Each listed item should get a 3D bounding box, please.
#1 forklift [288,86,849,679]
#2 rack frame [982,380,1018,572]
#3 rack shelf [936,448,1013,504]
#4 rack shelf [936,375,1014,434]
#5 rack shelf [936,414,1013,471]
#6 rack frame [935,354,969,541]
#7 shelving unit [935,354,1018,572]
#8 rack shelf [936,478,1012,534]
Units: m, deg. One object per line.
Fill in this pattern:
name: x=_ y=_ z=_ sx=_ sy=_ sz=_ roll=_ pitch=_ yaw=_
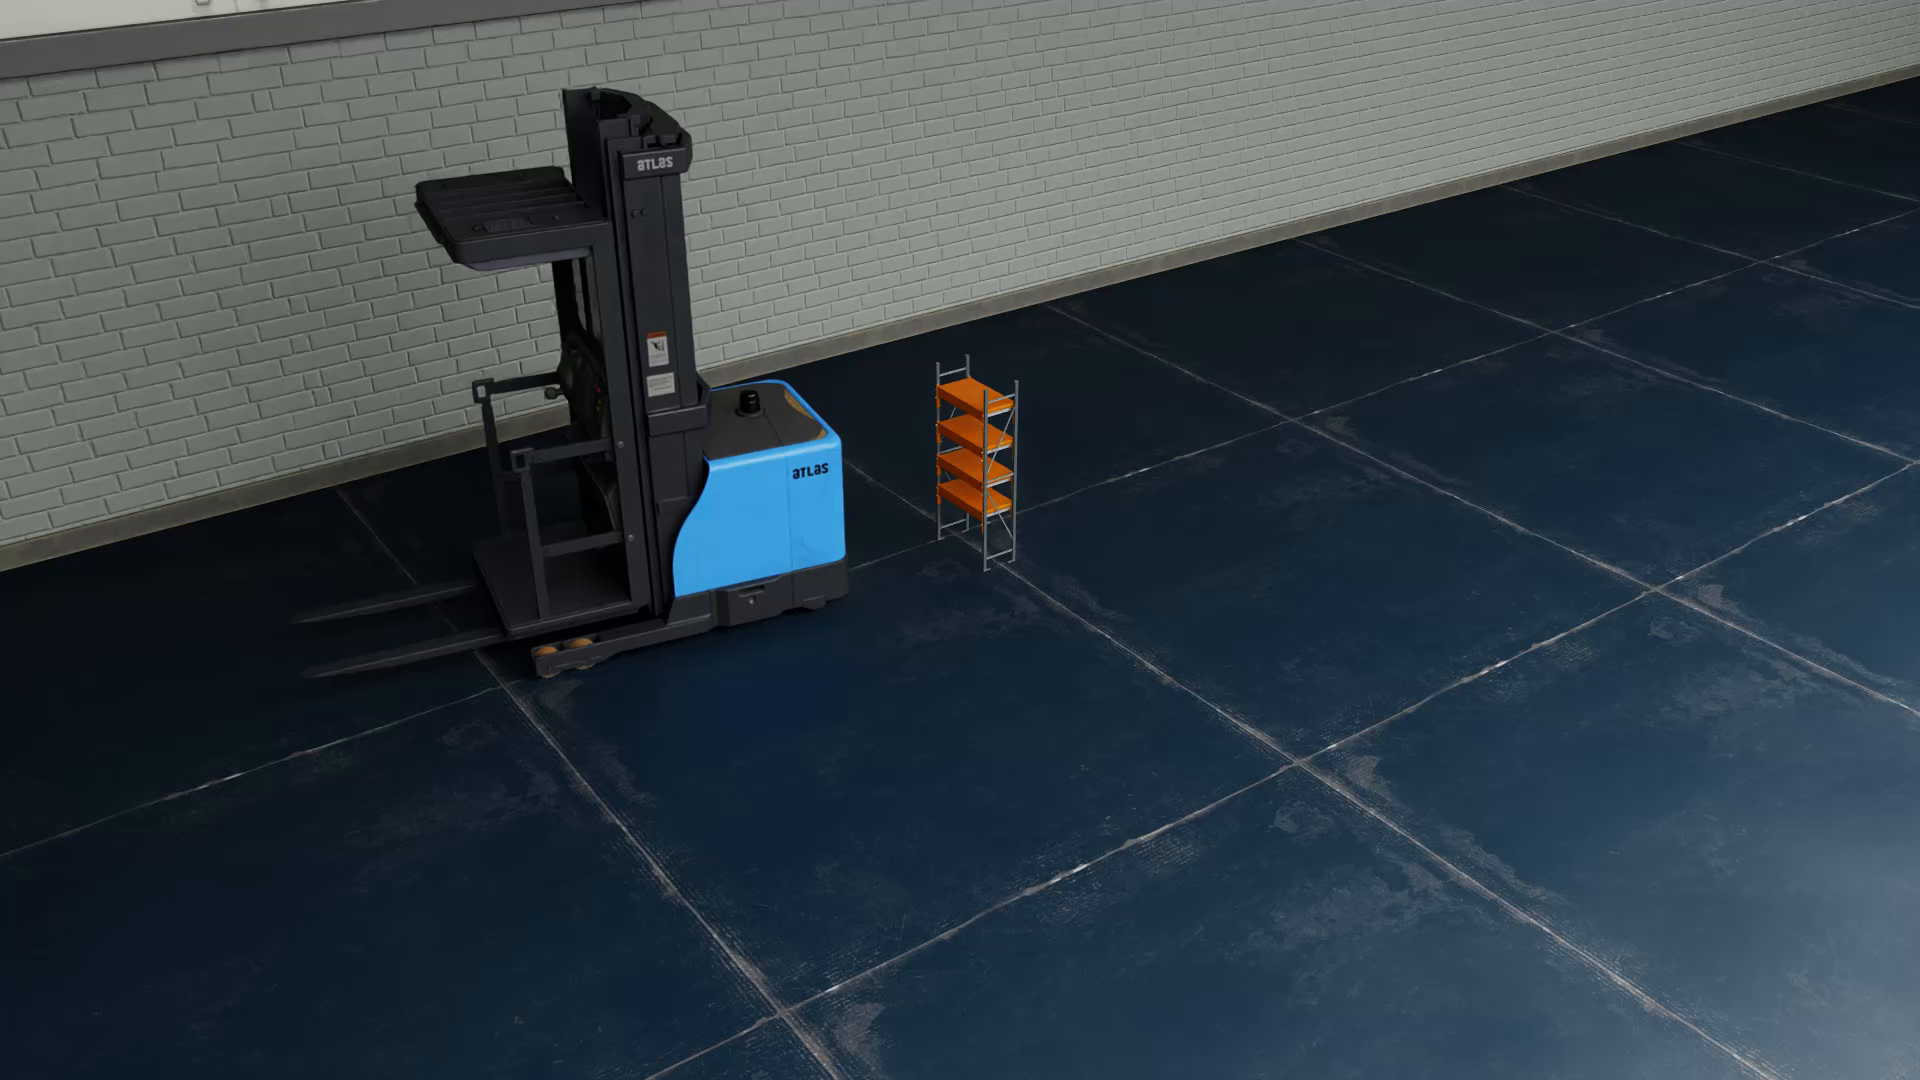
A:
forklift: x=-2.210 y=-0.824 z=8.924 sx=3.031 sy=2.935 sz=1.130 roll=-13 pitch=31 yaw=-22
rack frame: x=0.238 y=-0.368 z=9.897 sx=0.240 sy=1.200 sz=0.015 roll=-19 pitch=34 yaw=-31
rack shelf: x=0.096 y=-0.404 z=10.104 sx=0.258 sy=0.148 sz=0.480 roll=-19 pitch=34 yaw=-31
rack shelf: x=0.096 y=-0.808 z=9.884 sx=0.258 sy=0.148 sz=0.480 roll=-19 pitch=34 yaw=-31
rack shelf: x=0.096 y=-0.600 z=9.997 sx=0.258 sy=0.148 sz=0.480 roll=-19 pitch=34 yaw=-31
rack frame: x=-0.046 y=-0.558 z=10.246 sx=0.240 sy=1.200 sz=0.015 roll=-19 pitch=34 yaw=-31
shelving unit: x=0.096 y=-0.463 z=10.072 sx=0.258 sy=1.200 sz=0.503 roll=-19 pitch=34 yaw=-31
rack shelf: x=0.096 y=-0.229 z=10.199 sx=0.258 sy=0.148 sz=0.480 roll=-19 pitch=34 yaw=-31
